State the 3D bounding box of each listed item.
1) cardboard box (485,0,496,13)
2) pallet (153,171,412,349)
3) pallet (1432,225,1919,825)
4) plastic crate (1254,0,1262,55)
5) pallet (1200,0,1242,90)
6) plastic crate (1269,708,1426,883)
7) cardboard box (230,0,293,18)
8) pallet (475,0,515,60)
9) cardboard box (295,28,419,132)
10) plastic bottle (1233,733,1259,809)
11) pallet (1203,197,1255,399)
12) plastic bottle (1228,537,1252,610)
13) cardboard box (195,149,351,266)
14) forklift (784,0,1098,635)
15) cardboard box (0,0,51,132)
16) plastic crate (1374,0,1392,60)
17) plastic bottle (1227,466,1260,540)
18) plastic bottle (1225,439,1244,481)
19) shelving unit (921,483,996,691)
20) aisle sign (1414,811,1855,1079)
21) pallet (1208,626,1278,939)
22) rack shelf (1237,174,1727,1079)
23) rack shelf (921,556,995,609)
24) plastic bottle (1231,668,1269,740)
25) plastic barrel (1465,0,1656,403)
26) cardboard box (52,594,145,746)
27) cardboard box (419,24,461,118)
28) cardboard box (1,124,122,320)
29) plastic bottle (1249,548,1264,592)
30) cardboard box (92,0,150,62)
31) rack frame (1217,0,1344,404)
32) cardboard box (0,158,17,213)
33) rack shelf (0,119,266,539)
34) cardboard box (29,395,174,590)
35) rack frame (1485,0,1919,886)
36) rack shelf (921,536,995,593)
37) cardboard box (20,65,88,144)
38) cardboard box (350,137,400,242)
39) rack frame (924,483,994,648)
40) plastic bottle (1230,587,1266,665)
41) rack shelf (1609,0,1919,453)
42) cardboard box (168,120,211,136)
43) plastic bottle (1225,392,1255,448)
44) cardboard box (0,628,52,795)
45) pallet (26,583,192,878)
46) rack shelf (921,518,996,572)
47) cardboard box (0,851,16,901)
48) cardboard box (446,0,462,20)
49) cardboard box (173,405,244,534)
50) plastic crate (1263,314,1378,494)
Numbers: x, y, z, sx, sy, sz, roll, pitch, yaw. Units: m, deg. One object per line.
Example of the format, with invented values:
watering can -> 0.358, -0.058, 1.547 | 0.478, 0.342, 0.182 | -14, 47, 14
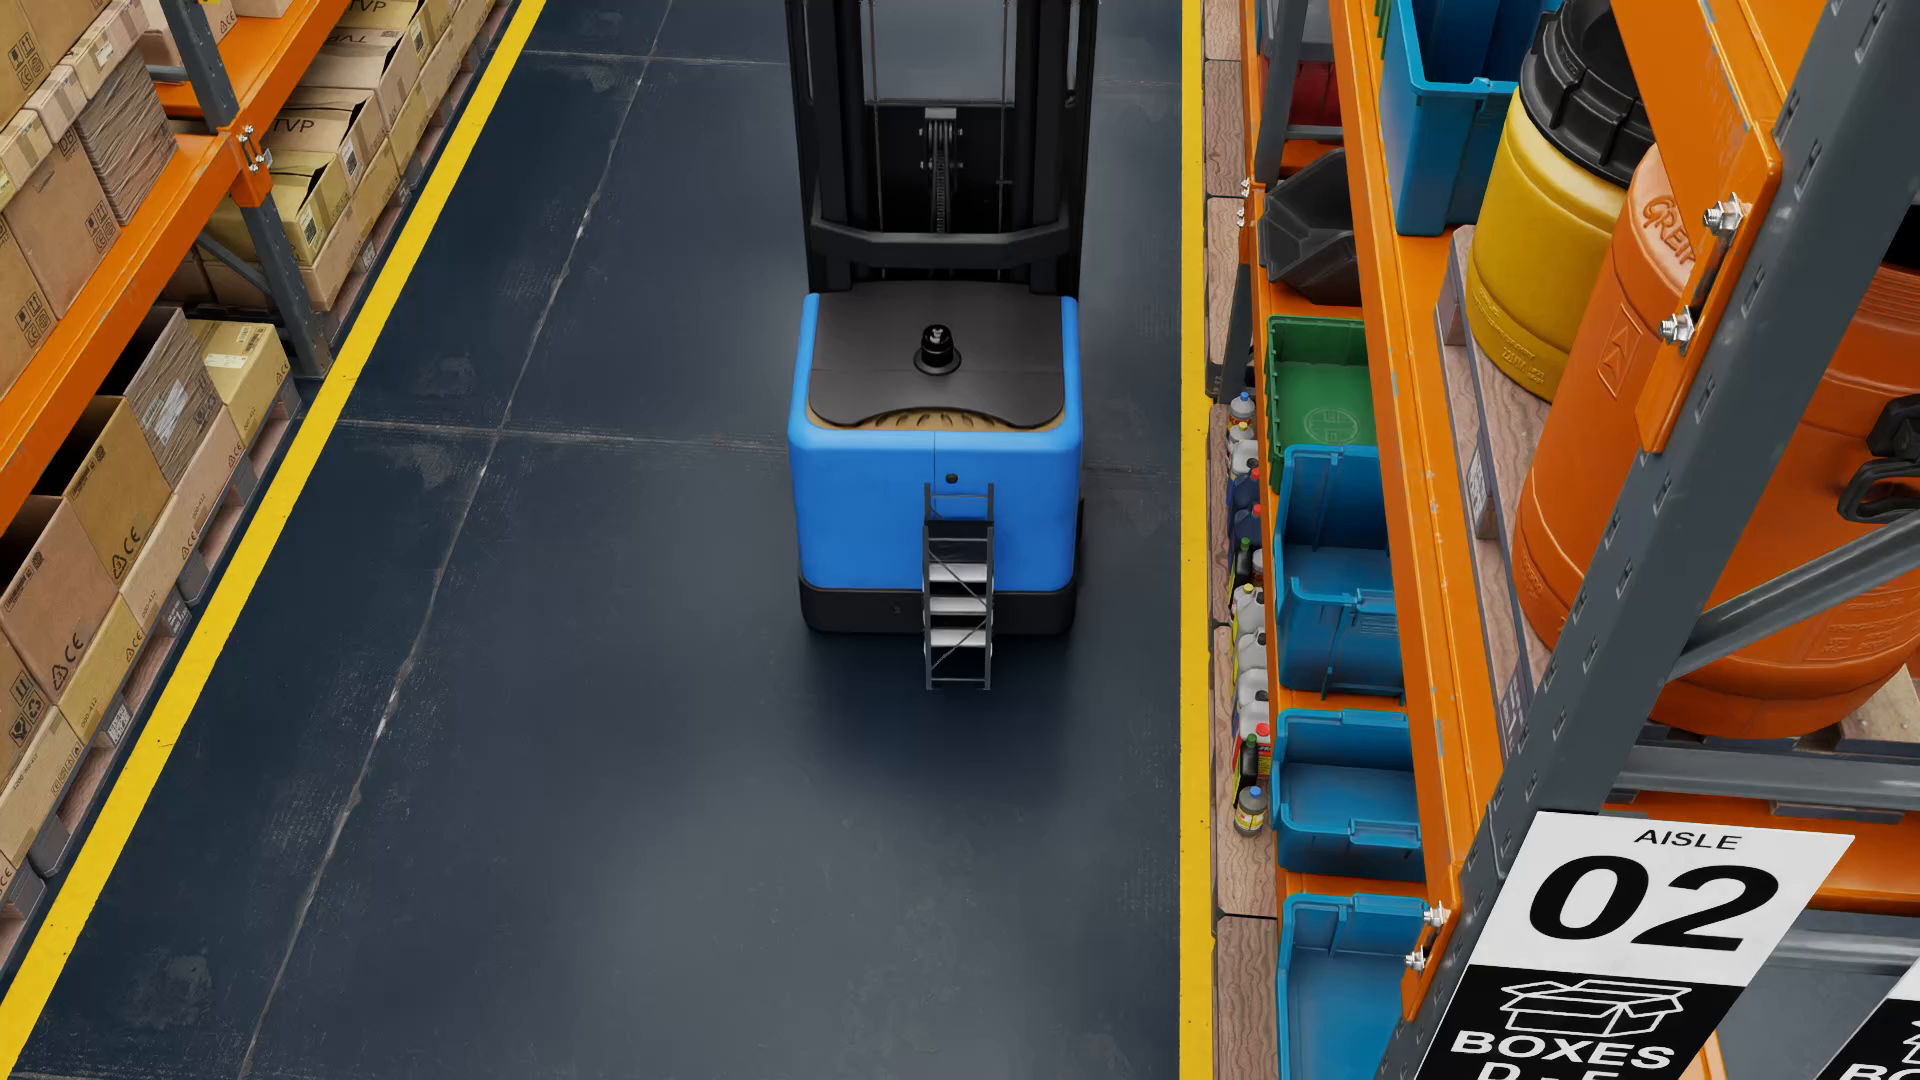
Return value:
cardboard box -> -2.813, -3.174, 9.225 | 0.500, 0.250, 0.500 | 3, 48, 3
pallet -> -3.301, -1.406, 7.919 | 1.003, 0.211, 1.213 | 4, 48, 4
pallet -> 1.411, -0.078, 2.909 | 1.003, 0.211, 1.213 | 4, 48, 4
plastic crate -> 1.394, -2.293, 6.851 | 0.392, 0.384, 0.575 | 4, 48, 4
pallet -> 1.858, -2.898, 9.284 | 1.003, 0.211, 1.213 | 4, 48, 4
plastic crate -> 1.051, 0.658, 4.242 | 0.499, 0.251, 0.408 | 4, 48, 4
cardboard box -> -3.045, -2.355, 7.068 | 0.380, 0.149, 0.250 | 4, 48, 4
pallet -> -3.079, -3.199, 9.558 | 1.003, 0.211, 1.213 | 4, 48, 4
cardboard box -> -2.947, -2.241, 7.991 | 0.500, 0.311, 0.500 | 2, 48, 2
plastic bottle -> 0.962, 0.775, 5.577 | 0.061, 0.283, 0.133 | 5, 48, 4
pallet -> 1.636, -1.106, 7.644 | 1.003, 0.211, 1.213 | 4, 48, 4
plastic bottle -> 1.043, 0.124, 6.173 | 0.061, 0.283, 0.133 | 6, 48, 5
cardboard box -> -3.044, -1.493, 7.307 | 0.500, 0.311, 0.500 | 4, 48, 4
forklift -> -0.059, -1.702, 6.346 | 1.130, 2.935, 3.031 | 1, 48, 1
cardboard box -> -3.408, -1.576, 5.238 | 0.700, 0.500, 0.500 | 4, 48, 3
plastic crate -> 1.188, -1.267, 4.012 | 0.336, 0.188, 0.450 | 4, 48, 4
plastic bottle -> 1.116, -0.156, 6.383 | 0.144, 0.351, 0.185 | 5, 48, 5
plastic bottle -> 1.119, -0.317, 6.631 | 0.097, 0.201, 0.097 | 0, 48, 0
shelving unit -> -0.005, 0.184, 5.998 | 0.258, 0.900, 0.210 | 1, 48, 1
aisle sign -> 0.936, 0.628, 2.407 | 0.394, 0.787, 0.004 | 4, 48, 4
pallet -> 1.392, 0.864, 5.843 | 1.003, 0.211, 1.213 | 4, 48, 4
rack shelf -> 1.421, 0.246, 5.006 | 1.077, 0.370, 4.000 | 4, 48, 4
rack shelf -> -0.005, 0.146, 5.956 | 0.258, 0.077, 0.200 | 1, 48, 1
plastic bottle -> 1.032, 0.579, 5.761 | 0.152, 0.276, 0.135 | 3, 48, 2
plastic barrel -> 1.216, -0.591, 2.839 | 0.600, 0.588, 0.600 | 0, 48, 0
cardboard box -> -3.285, 0.442, 5.918 | 0.500, 0.250, 0.500 | 4, 48, 4
cardboard box -> -2.906, -2.426, 8.541 | 0.500, 0.250, 0.500 | 5, 48, 4
cardboard box -> -3.405, -1.122, 5.702 | 0.700, 0.500, 0.500 | 3, 48, 3
plastic bottle -> 1.123, 0.120, 6.184 | 0.097, 0.271, 0.097 | 0, 48, 0
cardboard box -> -3.141, -1.841, 5.920 | 0.380, 0.149, 0.250 | 4, 48, 3
rack frame -> 1.603, -1.467, 6.085 | 1.000, 3.000, 0.127 | 4, 48, 4
cardboard box -> -3.235, -1.094, 5.236 | 0.380, 0.149, 0.250 | 4, 48, 3
rack shelf -> -3.512, -0.090, 5.313 | 1.077, 0.370, 4.000 | 4, 48, 4
cardboard box -> -3.253, -0.180, 5.978 | 0.500, 0.500, 0.500 | 4, 48, 4
rack frame -> 1.239, -0.552, 1.183 | 1.000, 3.000, 0.127 | 4, 48, 4
rack shelf -> -0.005, 0.085, 5.889 | 0.258, 0.077, 0.200 | 1, 48, 1
cardboard box -> -3.187, -1.467, 5.578 | 0.380, 0.149, 0.250 | 3, 48, 2
cardboard box -> -2.998, -1.672, 7.851 | 0.500, 0.250, 0.500 | 5, 48, 5
rack frame -> -0.003, 0.109, 6.066 | 0.240, 0.900, 0.006 | 1, 48, 1
plastic bottle -> 1.060, 0.295, 5.970 | 0.144, 0.351, 0.185 | 4, 48, 3
rack shelf -> 1.421, -1.644, 2.940 | 1.077, 0.370, 4.000 | 4, 48, 4
cardboard box -> -3.537, -1.905, 7.685 | 0.500, 0.311, 0.500 | 5, 48, 5
plastic bottle -> 1.137, -0.490, 6.742 | 0.097, 0.271, 0.097 | 0, 48, 0
cardboard box -> -3.347, 0.555, 5.306 | 0.500, 0.500, 0.500 | 4, 48, 4
pallet -> -3.552, 0.619, 6.067 | 1.003, 0.211, 1.213 | 4, 48, 4
rack shelf -> -0.005, 0.025, 5.823 | 0.258, 0.077, 0.200 | 1, 48, 1
cardboard box -> -3.382, 1.176, 5.246 | 0.500, 0.250, 0.500 | 4, 48, 4
cardboard box -> -2.857, -2.991, 8.677 | 0.500, 0.311, 0.500 | 4, 48, 3
cardboard box -> -3.209, -0.294, 6.591 | 0.500, 0.250, 0.500 | 4, 48, 4
plastic crate -> 1.198, -0.417, 5.268 | 0.450, 0.188, 0.662 | 4, 48, 4
